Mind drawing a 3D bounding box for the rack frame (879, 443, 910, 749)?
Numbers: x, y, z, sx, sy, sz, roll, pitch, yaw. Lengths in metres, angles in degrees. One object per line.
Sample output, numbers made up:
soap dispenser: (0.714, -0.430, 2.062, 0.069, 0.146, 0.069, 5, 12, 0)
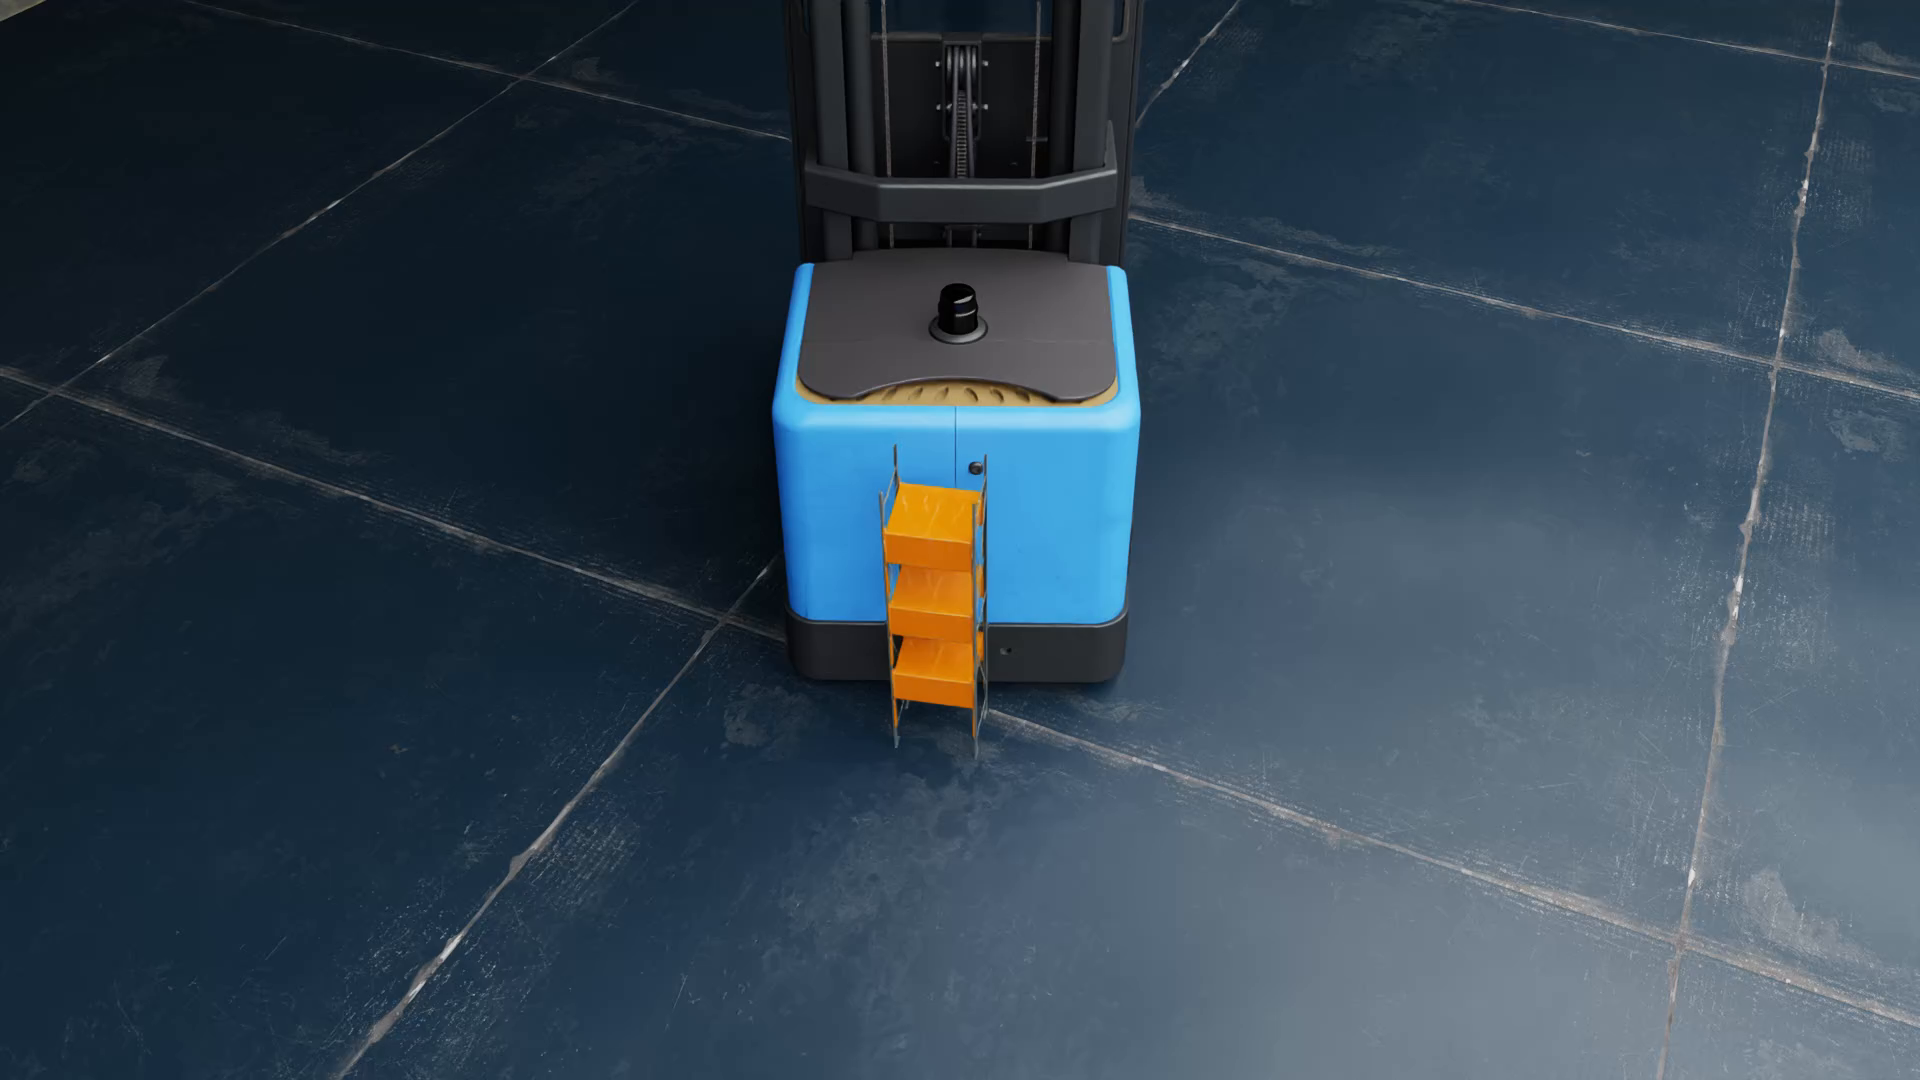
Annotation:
rack frame: (-0.182, 0.187, 4.723, 0.008, 1.050, 0.200, 7, 45, 8)

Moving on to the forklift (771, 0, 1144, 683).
forklift: (0.013, -1.609, 5.368, 1.130, 2.935, 3.031, 1, 41, 1)

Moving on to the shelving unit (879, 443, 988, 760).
shelving unit: (-0.062, 0.201, 4.707, 0.252, 1.050, 0.215, 7, 45, 8)

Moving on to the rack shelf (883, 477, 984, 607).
rack shelf: (-0.065, 0.006, 4.516, 0.240, 0.259, 0.215, 7, 45, 8)

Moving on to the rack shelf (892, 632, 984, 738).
rack shelf: (-0.059, 0.407, 4.909, 0.240, 0.259, 0.215, 7, 45, 8)

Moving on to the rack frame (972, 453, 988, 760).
rack frame: (0.058, 0.215, 4.691, 0.008, 1.050, 0.200, 7, 45, 8)

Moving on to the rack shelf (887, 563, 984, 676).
rack shelf: (-0.062, 0.208, 4.714, 0.240, 0.259, 0.215, 7, 45, 8)
